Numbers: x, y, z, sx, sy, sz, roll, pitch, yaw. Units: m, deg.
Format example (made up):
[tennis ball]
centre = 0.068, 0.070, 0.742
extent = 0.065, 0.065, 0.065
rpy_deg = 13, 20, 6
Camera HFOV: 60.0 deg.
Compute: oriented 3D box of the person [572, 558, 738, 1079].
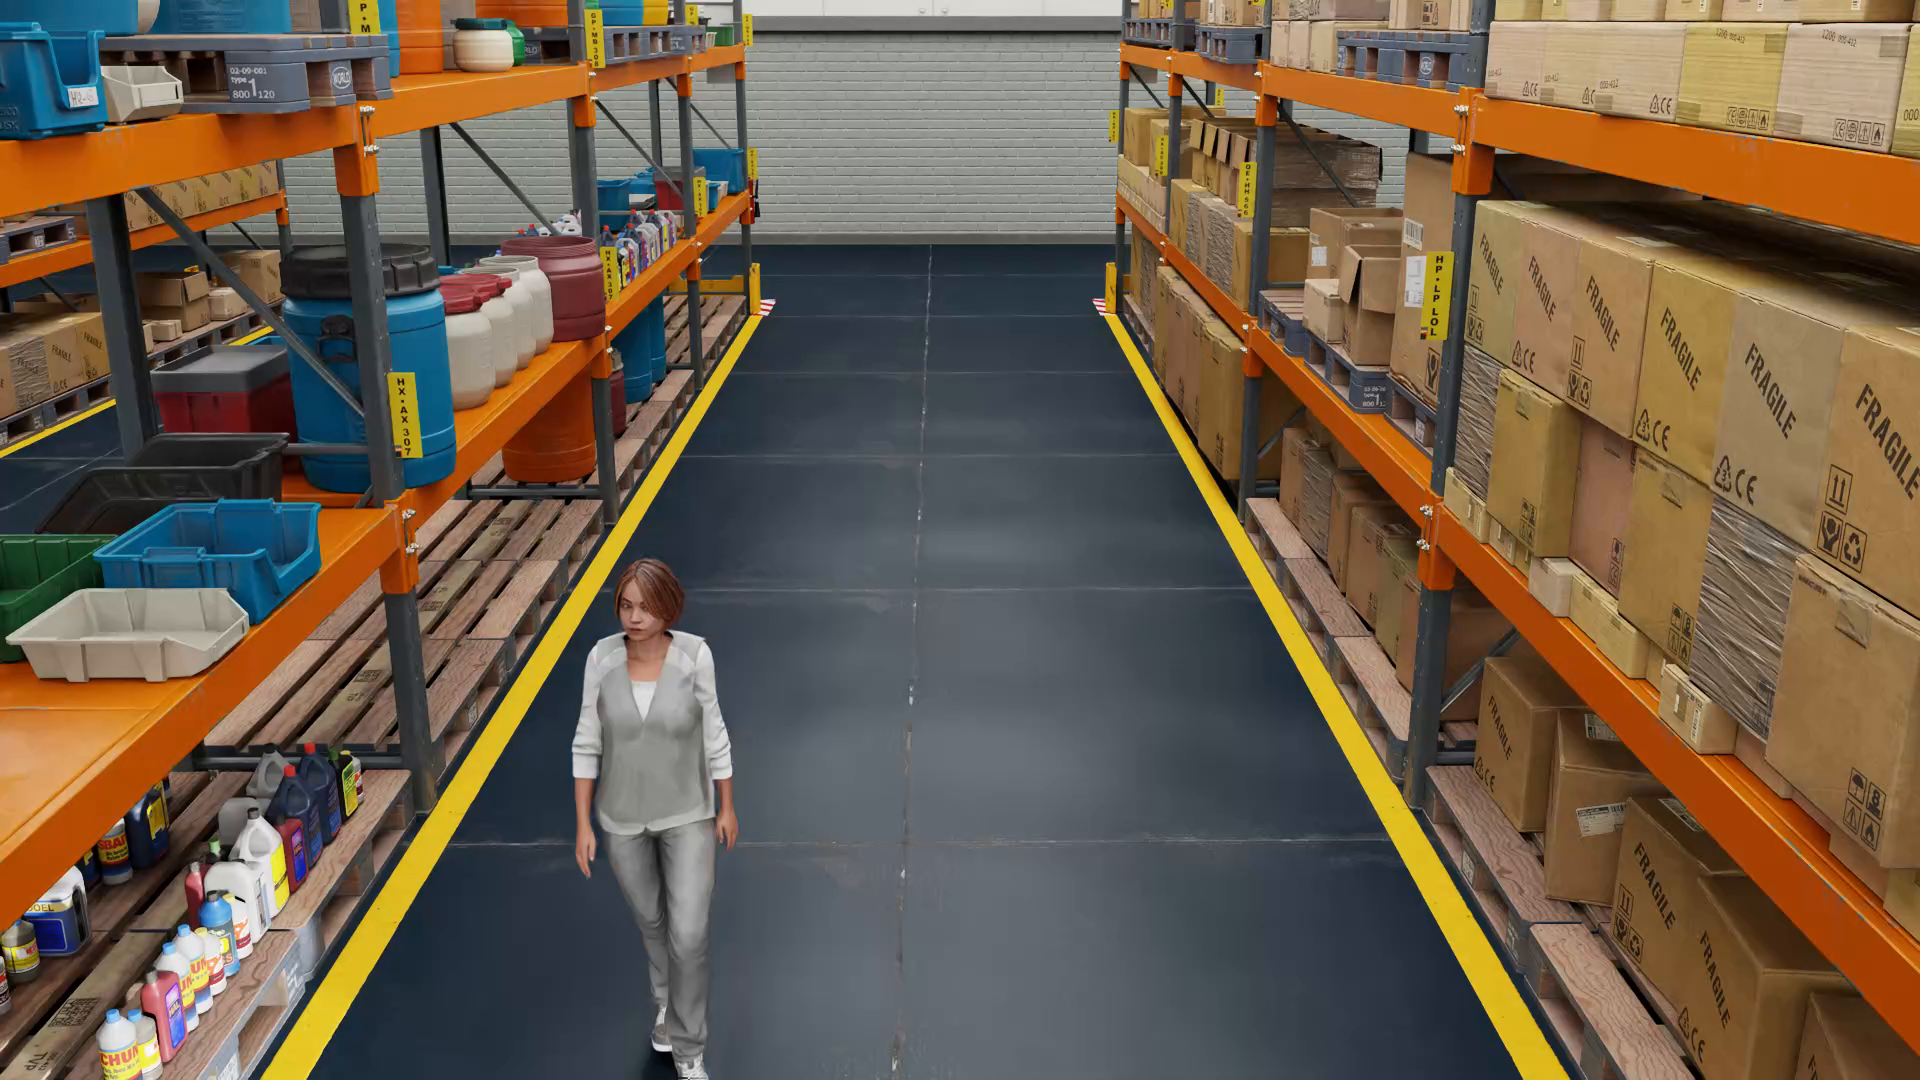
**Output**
[person]
centre = -0.890, 0.848, 4.877
extent = 0.451, 1.649, 0.519
rpy_deg = 1, 17, 2
